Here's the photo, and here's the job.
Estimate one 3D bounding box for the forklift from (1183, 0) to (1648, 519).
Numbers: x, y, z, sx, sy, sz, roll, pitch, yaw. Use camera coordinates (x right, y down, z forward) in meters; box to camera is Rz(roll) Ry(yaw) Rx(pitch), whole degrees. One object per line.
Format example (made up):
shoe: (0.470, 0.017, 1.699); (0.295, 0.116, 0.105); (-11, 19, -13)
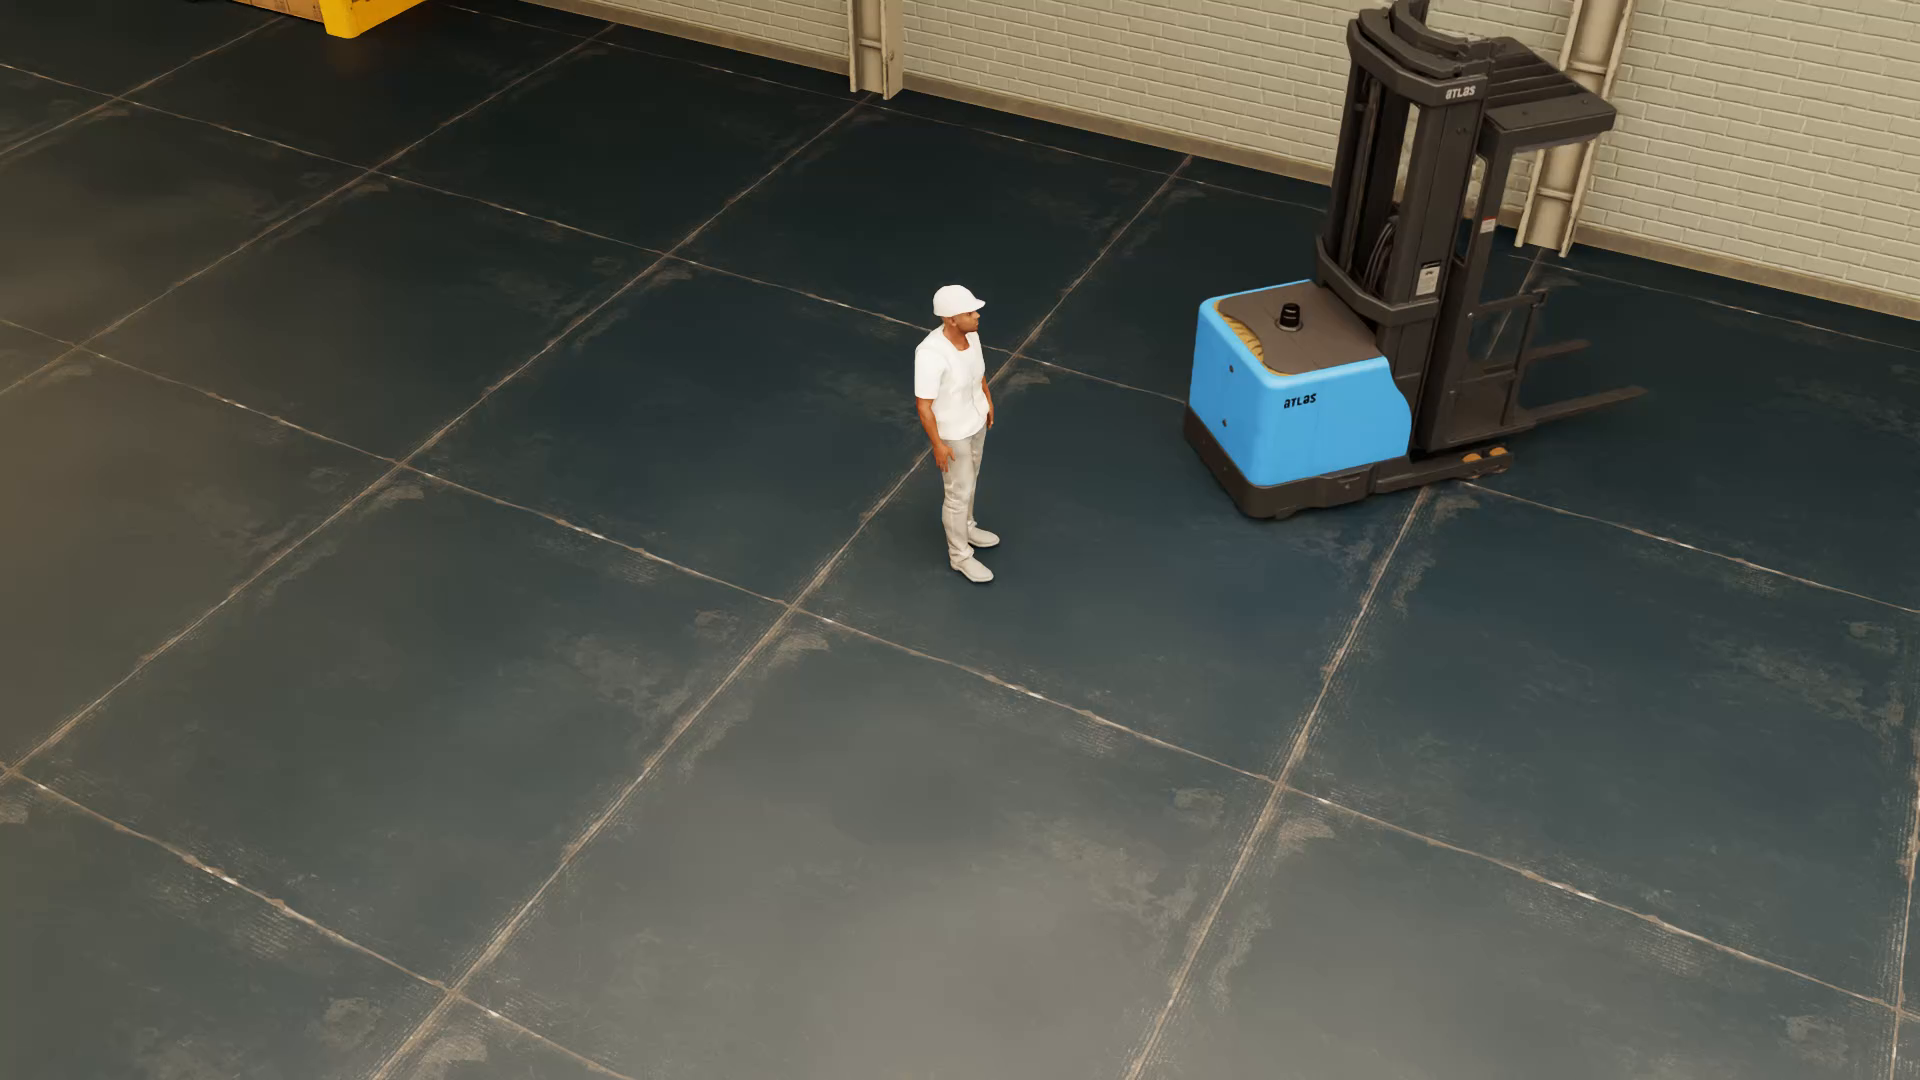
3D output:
forklift: (3.052, -1.823, 10.151); (3.031, 2.935, 1.130); (-13, 42, -15)

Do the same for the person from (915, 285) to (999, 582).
person: (0.058, -0.657, 9.659); (0.577, 1.765, 0.664); (18, 43, 21)
